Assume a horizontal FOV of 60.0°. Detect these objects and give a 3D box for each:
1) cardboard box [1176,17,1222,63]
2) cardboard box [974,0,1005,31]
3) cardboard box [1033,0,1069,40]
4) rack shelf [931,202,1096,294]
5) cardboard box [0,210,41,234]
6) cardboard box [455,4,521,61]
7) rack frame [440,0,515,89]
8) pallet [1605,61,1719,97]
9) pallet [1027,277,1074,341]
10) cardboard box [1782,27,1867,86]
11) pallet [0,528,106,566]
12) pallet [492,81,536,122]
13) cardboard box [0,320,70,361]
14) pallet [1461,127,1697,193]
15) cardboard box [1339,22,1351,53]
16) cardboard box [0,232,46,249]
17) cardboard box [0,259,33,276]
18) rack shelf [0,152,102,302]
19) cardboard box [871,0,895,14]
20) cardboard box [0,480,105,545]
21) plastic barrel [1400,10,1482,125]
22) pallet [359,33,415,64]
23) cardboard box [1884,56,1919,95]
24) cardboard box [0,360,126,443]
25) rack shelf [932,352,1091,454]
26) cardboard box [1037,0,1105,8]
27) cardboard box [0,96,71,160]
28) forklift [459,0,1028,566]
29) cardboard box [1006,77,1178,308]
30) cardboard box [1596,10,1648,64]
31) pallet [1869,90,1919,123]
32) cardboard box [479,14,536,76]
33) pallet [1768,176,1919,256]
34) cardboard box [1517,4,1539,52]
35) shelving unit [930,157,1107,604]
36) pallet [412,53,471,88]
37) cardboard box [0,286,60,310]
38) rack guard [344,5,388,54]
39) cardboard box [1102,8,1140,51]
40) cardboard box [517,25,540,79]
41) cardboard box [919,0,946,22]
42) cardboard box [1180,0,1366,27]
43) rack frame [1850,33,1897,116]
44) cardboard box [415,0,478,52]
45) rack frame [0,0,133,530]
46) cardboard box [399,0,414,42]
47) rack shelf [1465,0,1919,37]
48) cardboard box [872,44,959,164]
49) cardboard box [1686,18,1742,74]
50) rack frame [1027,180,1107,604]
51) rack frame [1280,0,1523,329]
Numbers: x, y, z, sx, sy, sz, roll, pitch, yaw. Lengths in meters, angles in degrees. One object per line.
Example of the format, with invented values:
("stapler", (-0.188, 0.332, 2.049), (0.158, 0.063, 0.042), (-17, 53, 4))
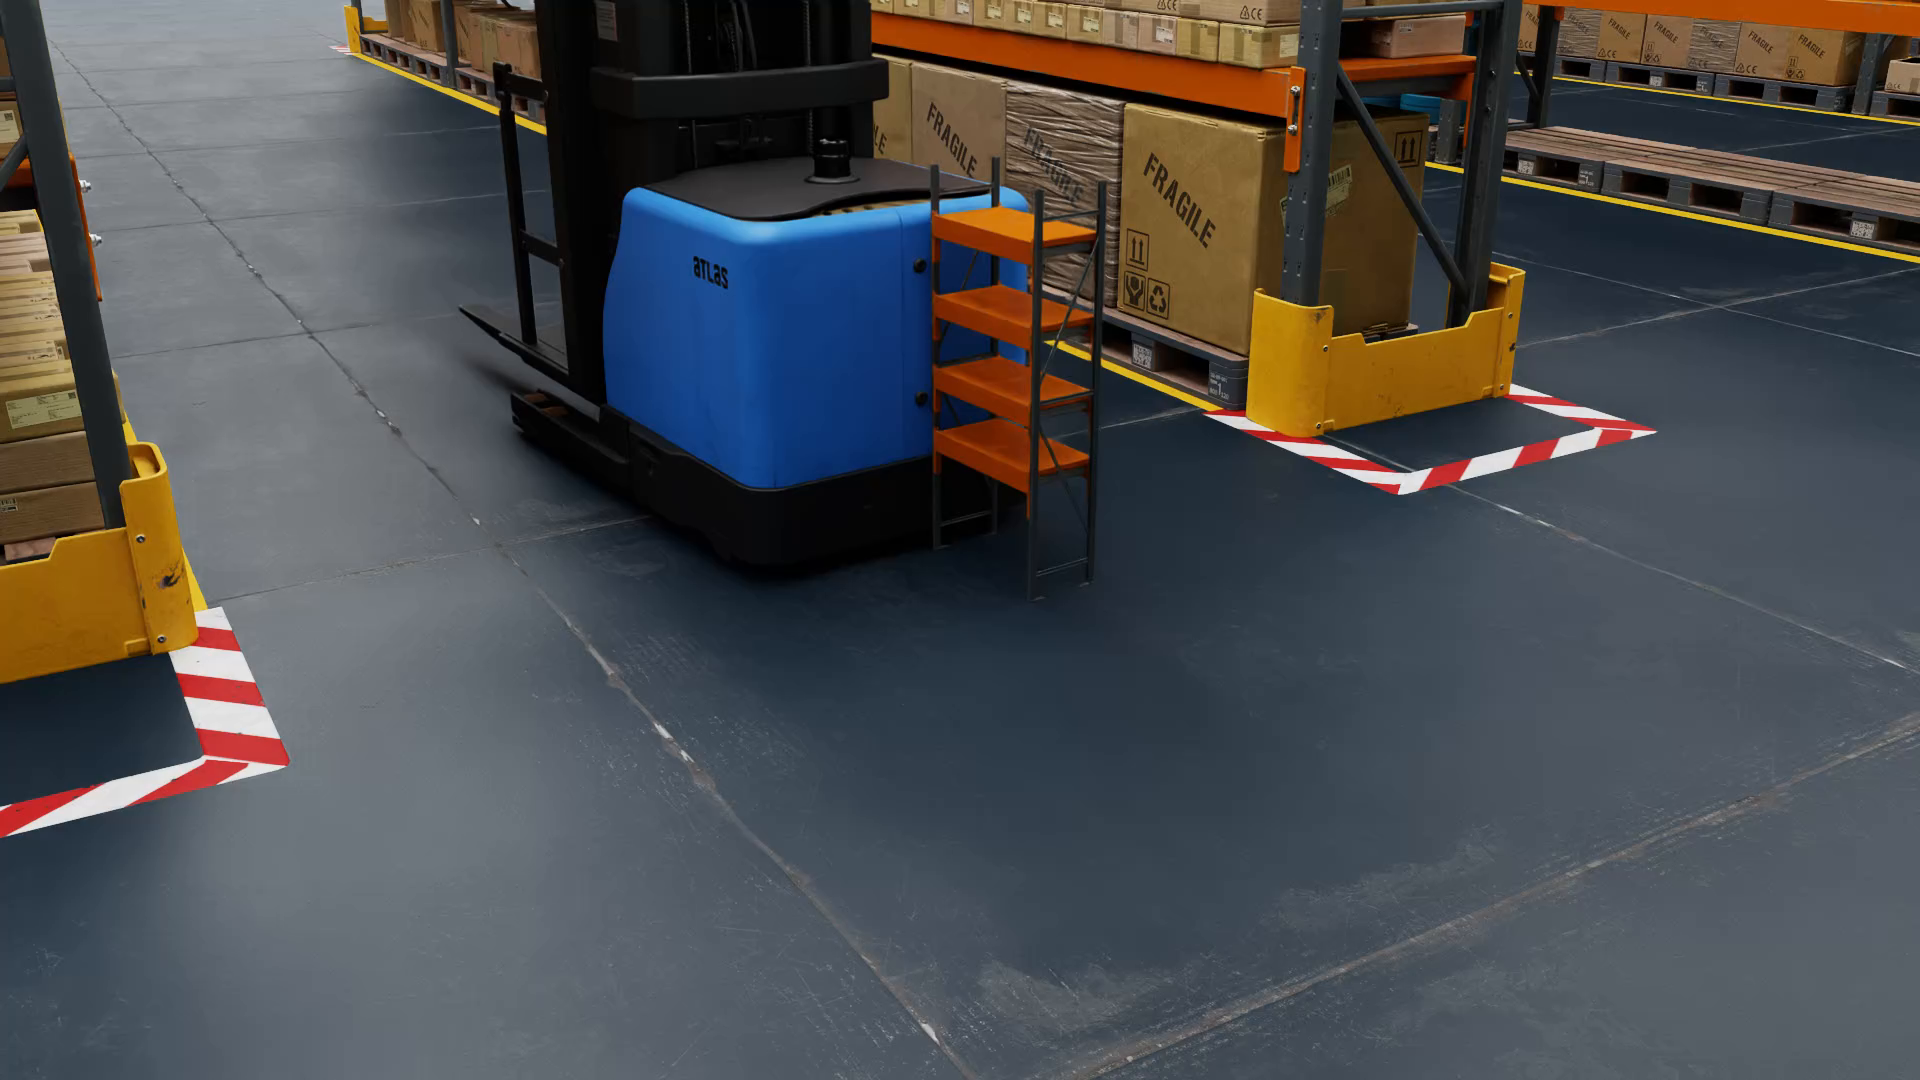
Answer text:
("cardboard box", (1.069, -1.958, 6.480), (0.380, 0.149, 0.250), (-12, 25, -28))
("cardboard box", (0.288, -2.454, 7.698), (0.380, 0.149, 0.250), (-13, 26, -30))
("cardboard box", (0.547, -2.289, 7.293), (0.380, 0.149, 0.250), (-13, 25, -28))
("rack shelf", (0.158, -0.838, 4.735), (0.258, 0.148, 0.480), (-15, 27, -32))
("cardboard box", (-3.987, -1.243, 6.823), (0.380, 0.149, 0.250), (-13, 25, -29))
("cardboard box", (-4.632, -4.997, 16.385), (0.500, 0.500, 0.500), (-13, 26, -30))
("rack frame", (-4.462, -5.824, 15.656), (1.000, 3.000, 0.127), (-13, 25, -28))
("pallet", (7.068, -4.498, 16.097), (1.003, 0.211, 1.213), (-13, 25, -28))
("pallet", (0.573, -1.286, 8.194), (1.003, 0.211, 1.213), (-13, 25, -28))
("cardboard box", (7.645, -4.289, 14.614), (0.500, 0.500, 0.500), (-13, 25, -29))
("pallet", (-3.071, -0.020, 5.081), (1.003, 0.211, 1.213), (-13, 25, -28))
("pallet", (-3.435, -3.885, 14.589), (1.003, 0.211, 1.213), (-13, 25, -28))
("cardboard box", (-2.886, -0.574, 5.180), (0.380, 0.149, 0.250), (-13, 25, -28))
("pallet", (4.292, -2.664, 11.586), (1.003, 0.211, 1.213), (-13, 25, -28))
("cardboard box", (1.638, -2.084, 6.788), (0.380, 0.149, 0.250), (-13, 25, -29))
("cardboard box", (-3.704, -1.074, 6.408), (0.380, 0.149, 0.250), (-14, 26, -31))
("cardboard box", (-3.523, -0.887, 5.949), (0.380, 0.149, 0.250), (-13, 25, -28))
("rack shelf", (-3.669, -1.332, 5.560), (1.077, 0.370, 4.000), (-13, 25, -28))
("cardboard box", (-0.241, -2.788, 8.520), (0.380, 0.149, 0.250), (-12, 25, -27))
("cardboard box", (-2.640, -0.123, 4.858), (0.380, 0.149, 0.250), (-12, 25, -27))
("plastic barrel", (3.620, -3.588, 12.385), (0.600, 0.901, 0.708), (-13, 25, -28))
("pallet", (-6.081, -5.532, 18.642), (1.003, 0.211, 1.213), (-13, 25, -28))
("cardboard box", (8.172, -3.919, 13.956), (0.500, 0.311, 0.500), (-13, 25, -28))
("cardboard box", (-2.623, -0.402, 4.756), (0.380, 0.149, 0.250), (-14, 26, -31))
("rack shelf", (0.158, -0.411, 4.908), (0.258, 0.148, 0.480), (-15, 27, -32))
("cardboard box", (0.674, -2.442, 7.141), (0.500, 0.250, 0.500), (-14, 26, -30))
("cardboard box", (-2.531, -1.069, 4.292), (0.380, 0.149, 0.250), (-13, 25, -29))
("forklift", (-1.032, -1.777, 5.791), (1.130, 2.935, 3.031), (-15, 26, -32))
("cardboard box", (0.808, -1.636, 7.616), (0.875, 0.875, 0.875), (-13, 25, -28))
("cardboard box", (6.611, -4.945, 16.229), (0.500, 0.500, 0.500), (-13, 25, -29))
("pallet", (8.493, -3.624, 13.947), (1.003, 0.211, 1.213), (-13, 25, -28))
("cardboard box", (-3.939, -4.509, 15.155), (0.700, 0.500, 0.500), (-13, 25, -29))
("pallet", (5.538, -1.874, 9.643), (1.003, 0.211, 1.213), (-13, 25, -28))
("cardboard box", (6.087, -5.276, 17.045), (0.500, 0.500, 0.500), (-11, 25, -26))
("shelving unit", (0.158, -0.474, 4.883), (0.258, 1.200, 0.503), (-15, 27, -32))
("pallet", (-4.835, -4.742, 16.699), (1.003, 0.211, 1.213), (-13, 25, -28))
("cardboard box", (-3.217, -0.730, 5.563), (0.380, 0.149, 0.250), (-12, 25, -26))
("rack guard", (-6.466, -5.936, 19.251), (1.175, 0.500, 0.348), (-13, 25, -28))
("cardboard box", (0.814, -2.121, 6.880), (0.380, 0.149, 0.250), (-12, 25, -27))
("cardboard box", (-3.368, -4.147, 14.266), (0.700, 0.500, 0.500), (-10, 24, -24))
("cardboard box", (0.026, -2.620, 8.108), (0.380, 0.149, 0.250), (-13, 25, -29))
("cardboard box", (1.192, -2.113, 6.331), (0.500, 0.250, 0.500), (-13, 26, -29))
("rack frame", (8.143, -5.138, 13.969), (1.000, 3.000, 0.127), (-13, 25, -28))
("cardboard box", (-5.315, -5.367, 17.294), (0.500, 0.500, 0.500), (-15, 27, -33))
("rack frame", (-2.647, -1.018, 3.832), (1.000, 3.000, 0.127), (-13, 25, -28))
("cardboard box", (-5.865, -5.763, 18.268), (0.500, 0.500, 0.500), (-6, 23, -14))
("rack shelf", (4.905, -3.206, 10.171), (1.077, 0.370, 4.000), (-13, 25, -28))
("cardboard box", (-0.107, -2.215, 9.042), (0.875, 0.875, 0.875), (-13, 25, -28))
("cardboard box", (7.144, -4.613, 15.412), (0.500, 0.500, 0.500), (-12, 25, -28))
("rack frame", (0.299, -0.399, 4.699), (0.240, 1.200, 0.015), (-15, 27, -32))
("rack frame", (1.668, -1.939, 6.099), (1.000, 3.000, 0.127), (-13, 25, -28))
